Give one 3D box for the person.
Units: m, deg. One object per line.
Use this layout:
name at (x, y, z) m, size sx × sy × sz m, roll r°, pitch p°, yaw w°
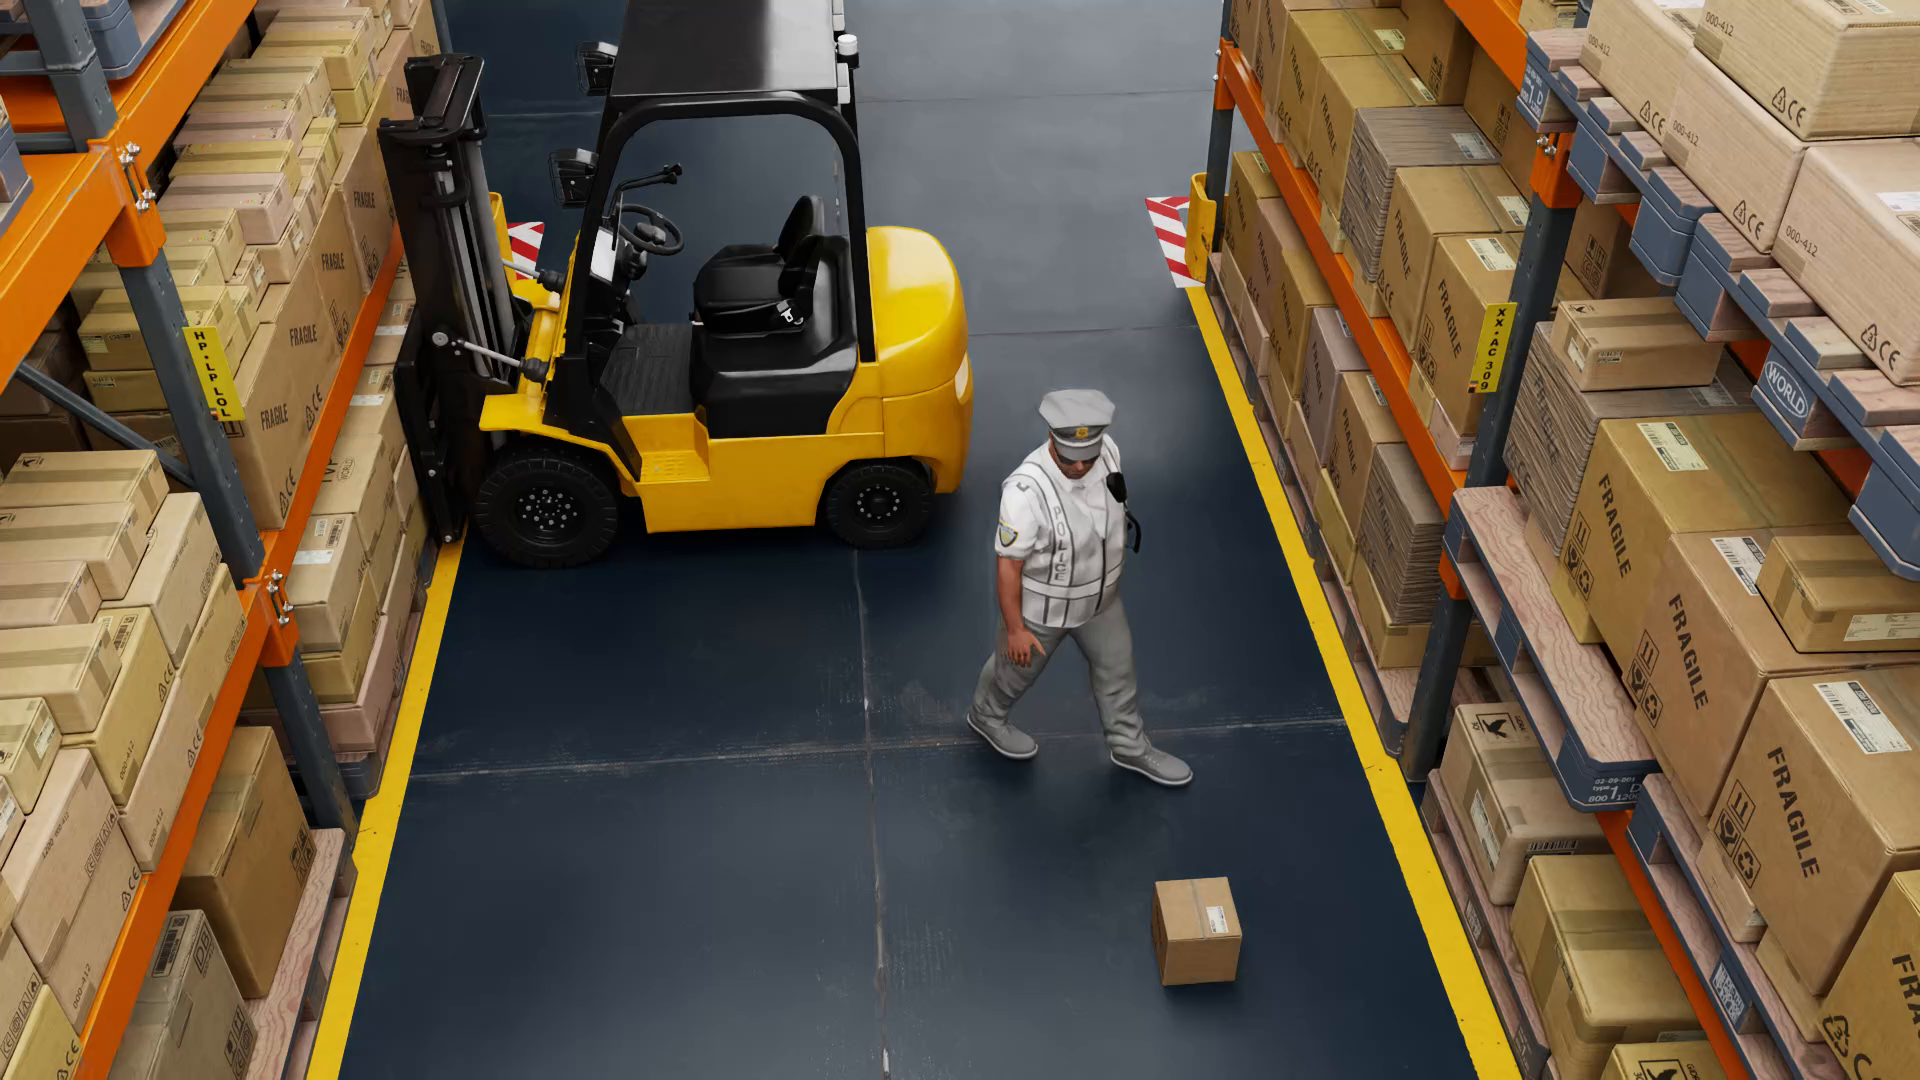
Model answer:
person at (0.403, 0.191, 5.899) m, size 0.639 × 1.712 × 0.819 m, roll -29°, pitch 47°, yaw -31°
